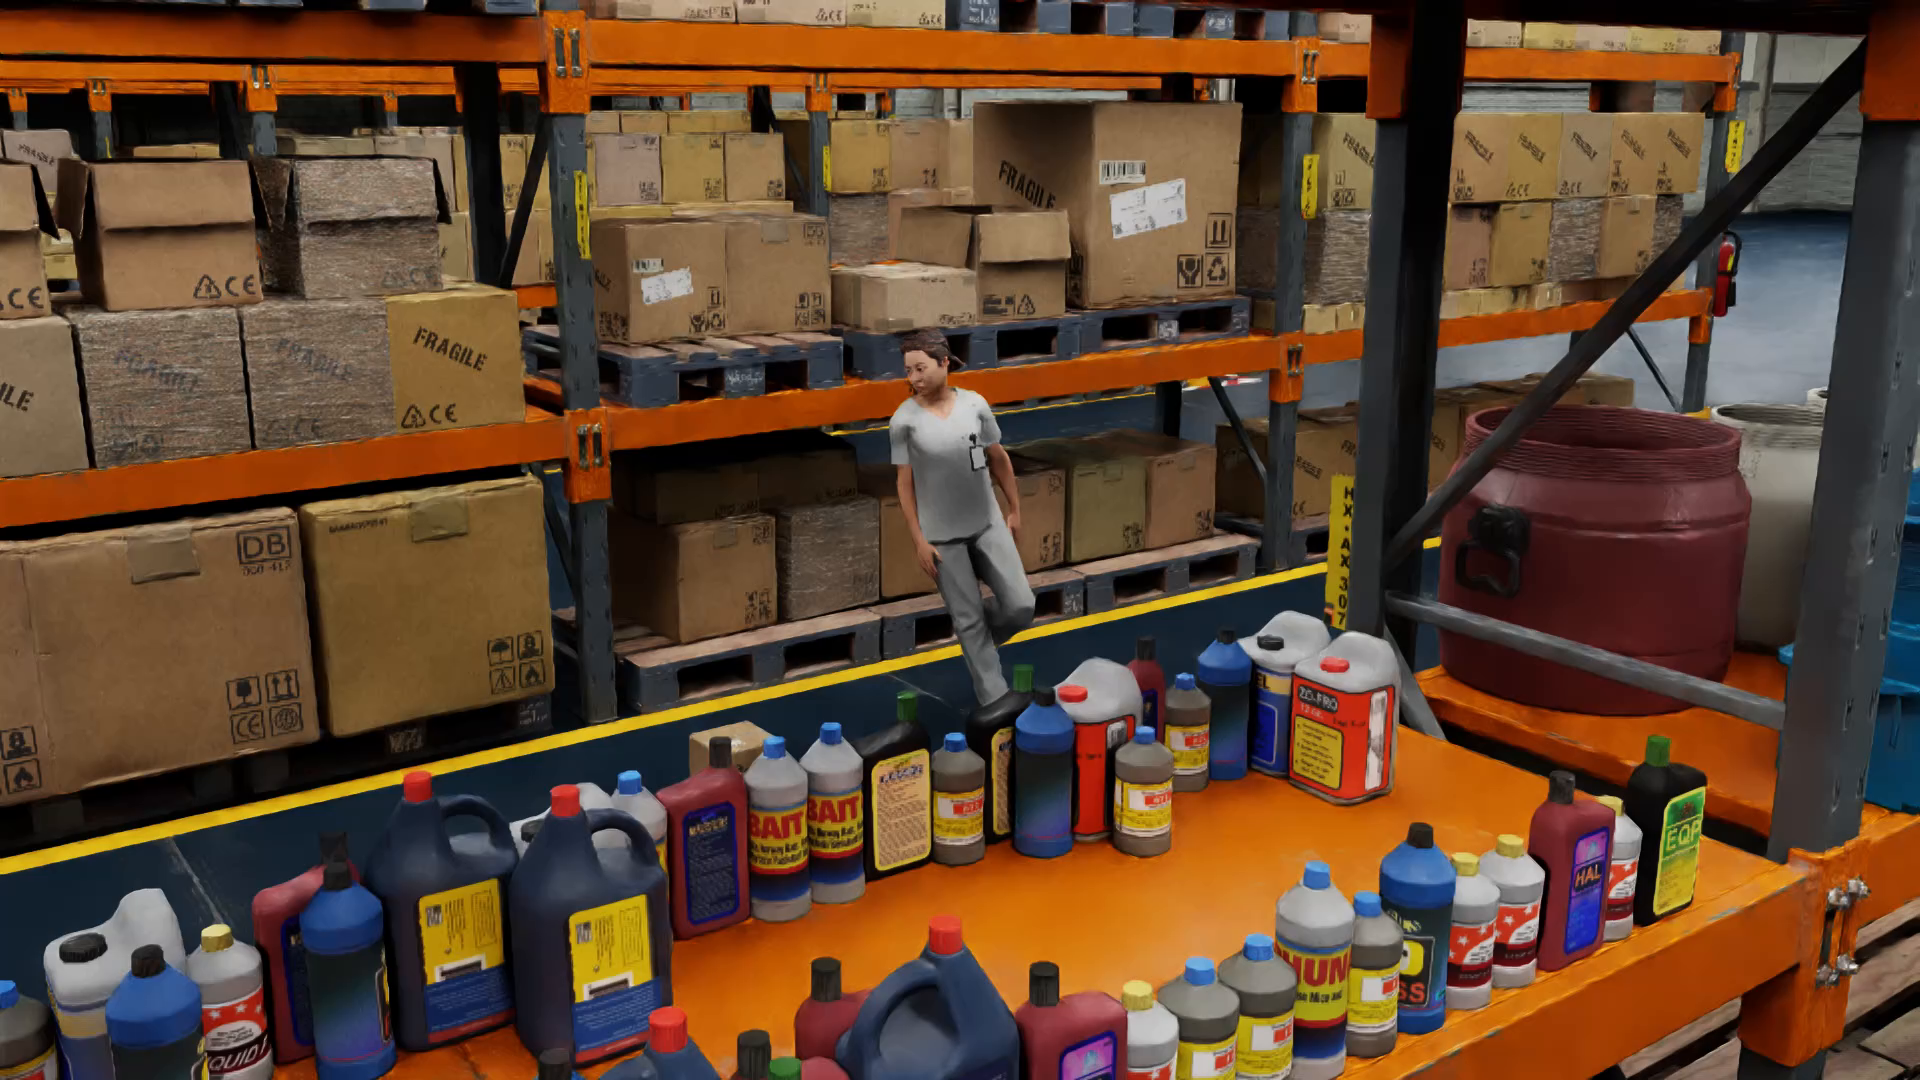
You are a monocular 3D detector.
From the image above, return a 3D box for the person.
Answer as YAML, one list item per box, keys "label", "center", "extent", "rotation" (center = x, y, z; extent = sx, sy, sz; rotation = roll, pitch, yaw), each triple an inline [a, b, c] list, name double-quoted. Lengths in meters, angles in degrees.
- label: "person"
  center: [-0.001, -0.035, 6.660]
  extent: [0.553, 1.640, 0.605]
  rotation: [-6, 16, -21]
